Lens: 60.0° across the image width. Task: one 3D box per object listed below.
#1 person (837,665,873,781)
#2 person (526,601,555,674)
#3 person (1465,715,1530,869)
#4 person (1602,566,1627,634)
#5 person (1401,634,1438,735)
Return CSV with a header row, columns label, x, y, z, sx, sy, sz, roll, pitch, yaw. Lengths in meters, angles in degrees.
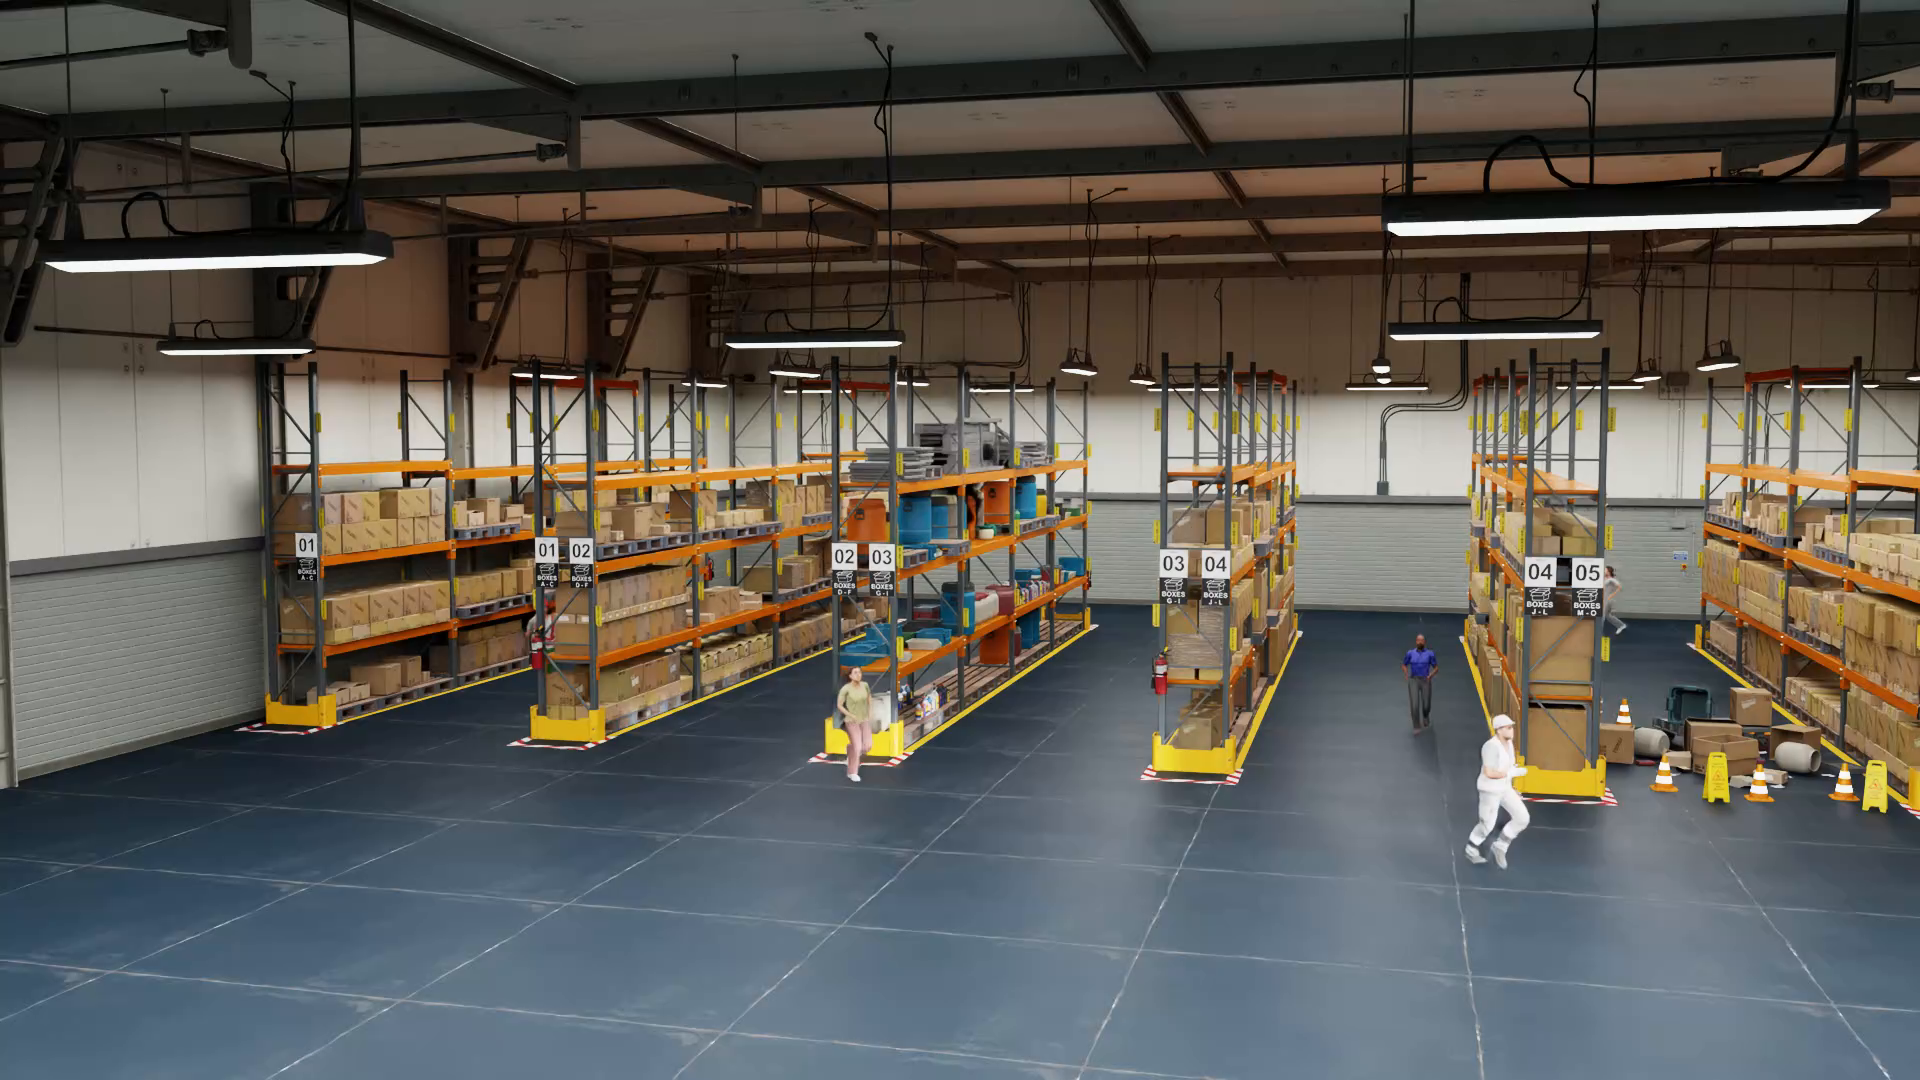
label,x,y,z,sx,sy,sz,roll,pitch,yaw
person,-1.466,2.556,23.355,0.601,1.634,0.613,-3,5,-33
person,-7.543,1.936,30.207,0.655,1.712,0.826,-1,4,-8
person,6.000,2.800,18.538,0.697,1.745,0.807,-4,5,-41
person,15.020,1.437,38.590,0.944,1.667,0.567,0,4,-1
person,7.412,2.312,26.834,0.576,1.604,0.612,1,4,18
